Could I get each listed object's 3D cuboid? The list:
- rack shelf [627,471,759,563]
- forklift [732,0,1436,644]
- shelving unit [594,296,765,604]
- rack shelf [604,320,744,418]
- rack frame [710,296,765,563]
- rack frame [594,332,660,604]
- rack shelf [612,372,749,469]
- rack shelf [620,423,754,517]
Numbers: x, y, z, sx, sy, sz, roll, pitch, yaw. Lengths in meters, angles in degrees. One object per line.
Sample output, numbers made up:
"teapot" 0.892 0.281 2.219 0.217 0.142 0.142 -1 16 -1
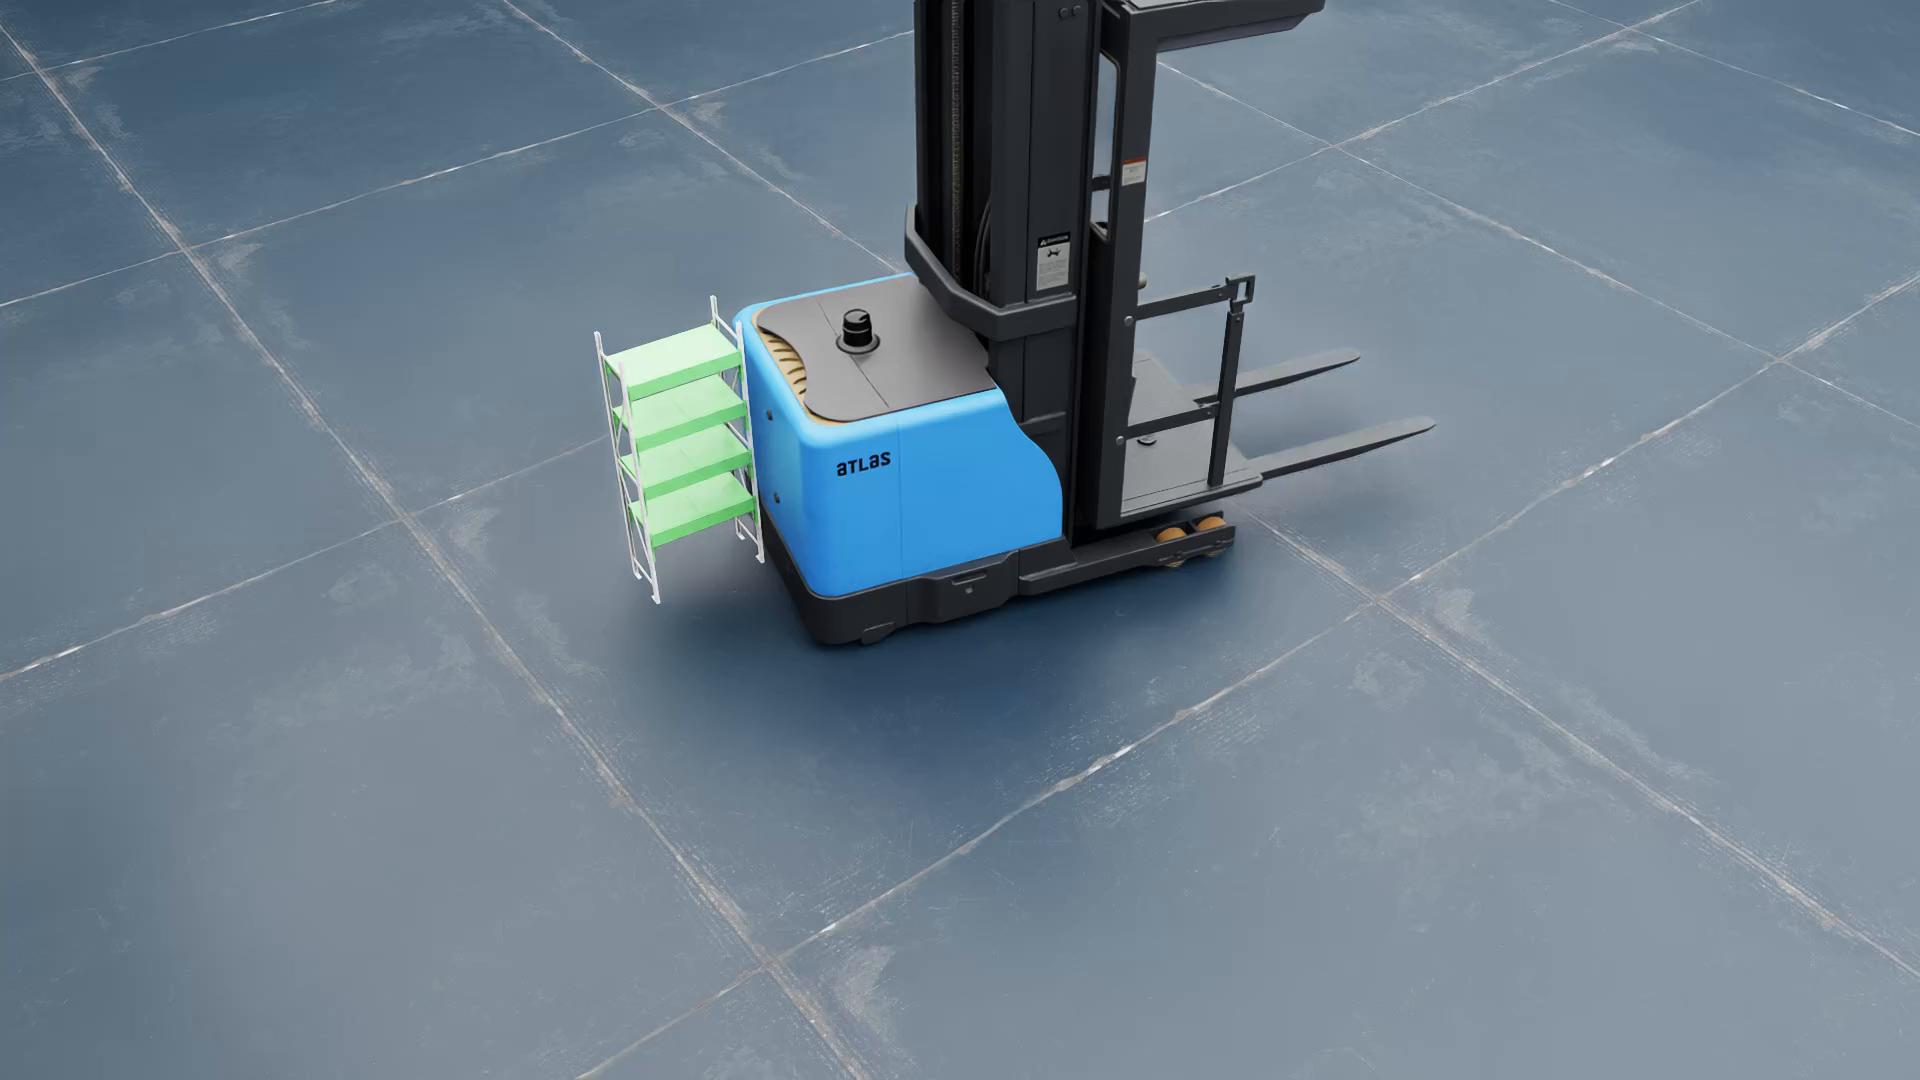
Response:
"rack shelf" -1.114 -0.111 6.919 0.480 0.148 0.258 -22 44 -25
"forklift" 0.636 -1.315 6.542 3.031 2.935 1.130 -15 42 -17
"shelving unit" -1.114 -0.346 6.726 0.503 1.200 0.258 -22 44 -25
"rack shelf" -1.114 -0.668 6.462 0.480 0.148 0.258 -22 44 -25
"rack frame" -0.909 -0.430 6.828 0.015 1.200 0.240 -22 44 -25
"rack frame" -1.320 -0.262 6.624 0.015 1.200 0.240 -22 44 -25
"rack shelf" -1.114 -0.482 6.614 0.480 0.148 0.258 -22 44 -25
"rack shelf" -1.114 -0.297 6.766 0.480 0.148 0.258 -22 44 -25
